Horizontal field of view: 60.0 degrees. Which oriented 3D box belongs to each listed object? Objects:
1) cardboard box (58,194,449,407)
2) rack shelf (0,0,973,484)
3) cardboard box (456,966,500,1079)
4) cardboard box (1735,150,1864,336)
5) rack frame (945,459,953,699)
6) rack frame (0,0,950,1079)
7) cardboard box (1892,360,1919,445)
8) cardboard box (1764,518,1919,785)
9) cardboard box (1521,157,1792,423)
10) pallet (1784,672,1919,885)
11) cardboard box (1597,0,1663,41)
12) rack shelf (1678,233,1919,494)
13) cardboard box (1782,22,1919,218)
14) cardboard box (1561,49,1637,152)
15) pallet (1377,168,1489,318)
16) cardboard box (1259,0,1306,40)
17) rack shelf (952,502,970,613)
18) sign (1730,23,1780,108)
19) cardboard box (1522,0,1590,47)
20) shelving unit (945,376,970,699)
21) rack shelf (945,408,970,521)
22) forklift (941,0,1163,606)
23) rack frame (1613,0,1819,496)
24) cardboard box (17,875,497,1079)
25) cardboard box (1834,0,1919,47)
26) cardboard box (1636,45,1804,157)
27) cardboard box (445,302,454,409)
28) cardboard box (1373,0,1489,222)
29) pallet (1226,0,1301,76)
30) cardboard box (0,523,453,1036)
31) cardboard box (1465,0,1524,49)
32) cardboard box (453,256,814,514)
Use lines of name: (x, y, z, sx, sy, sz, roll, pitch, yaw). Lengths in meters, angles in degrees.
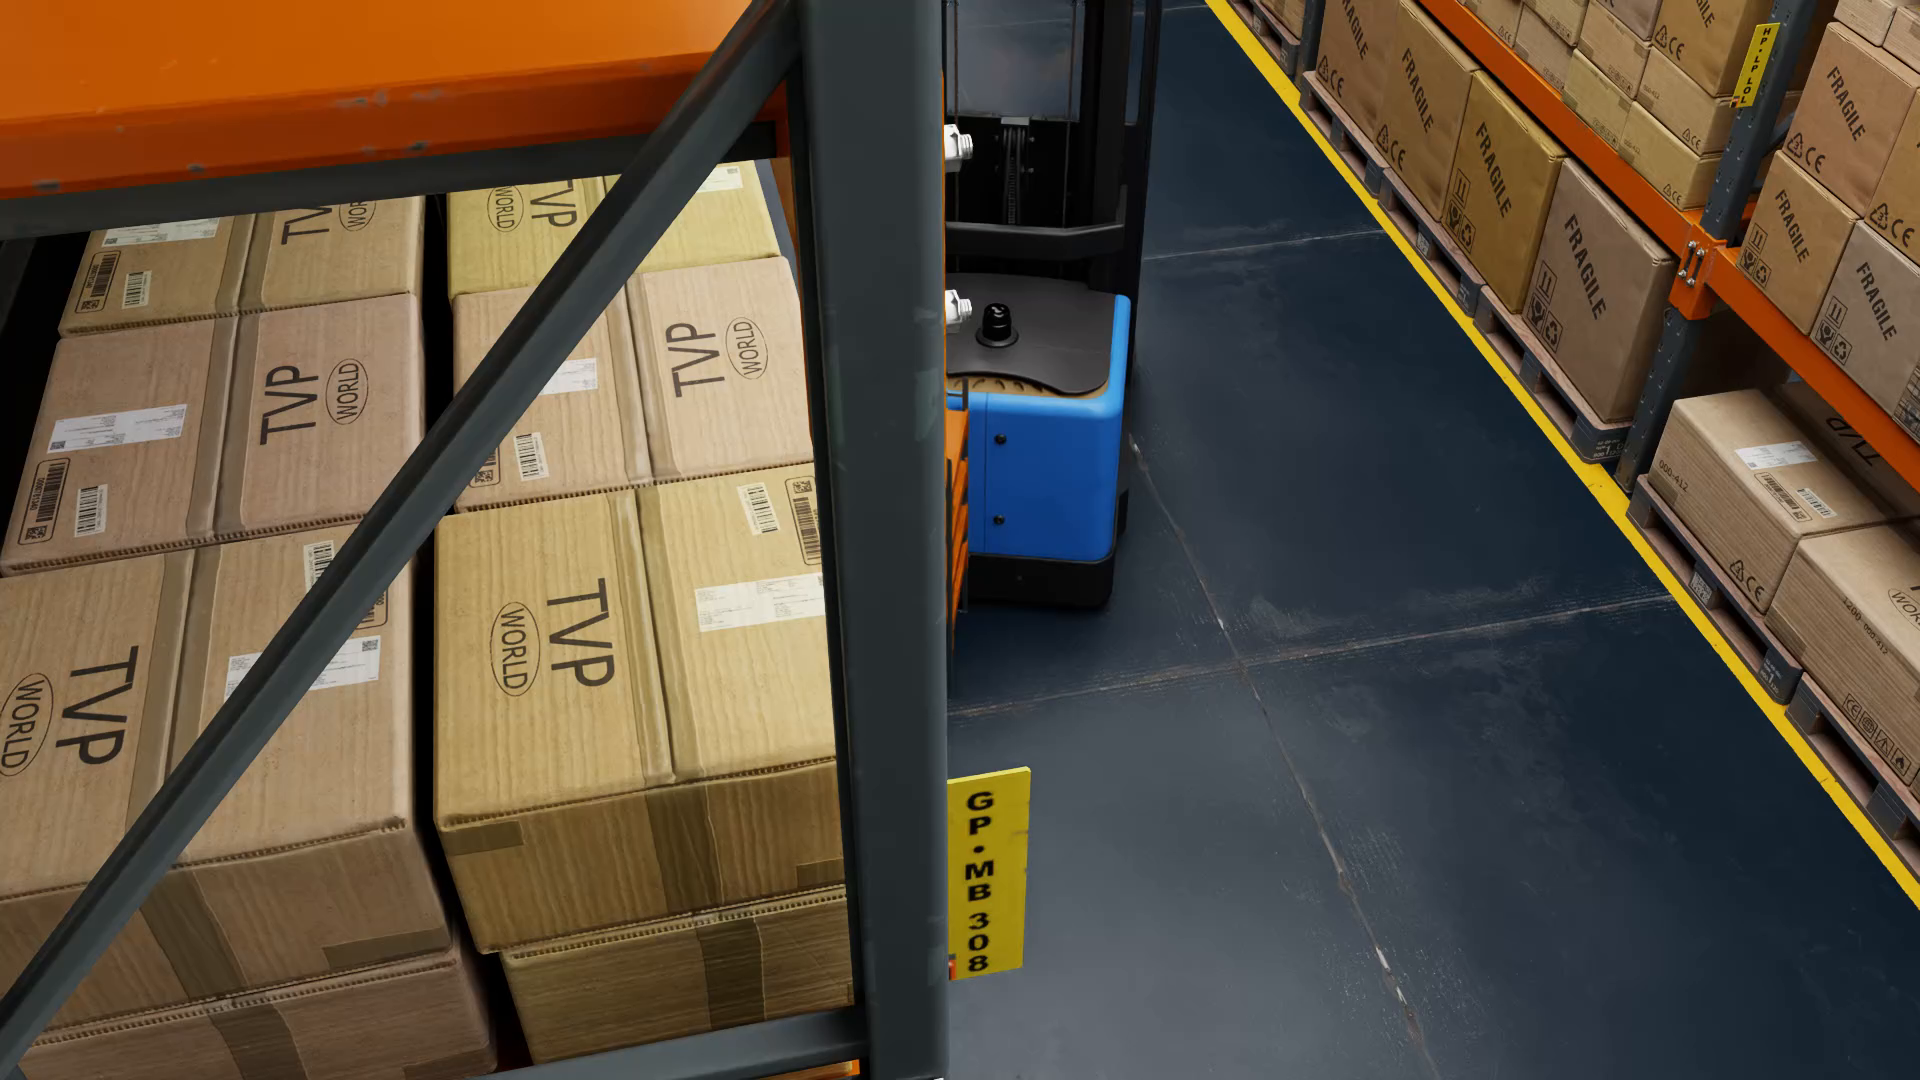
cardboard box: (-1.113, -0.410, 2.705, 0.500, 0.250, 0.500, -8, 42, -9)
rack shelf: (-0.943, -1.397, 2.590, 1.077, 0.370, 4.000, -8, 42, -9)
cardboard box: (-0.807, 0.670, 2.165, 0.380, 0.149, 0.250, -7, 42, -8)
cardboard box: (3.316, -1.130, 6.188, 0.500, 0.500, 0.500, -7, 42, -8)
rack frame: (-0.148, 0.164, 6.162, 0.240, 1.200, 0.015, 5, 42, 5)
rack frame: (-0.512, -0.371, 0.890, 1.000, 3.000, 0.127, -8, 42, -9)
cardboard box: (3.522, -0.480, 5.456, 0.500, 0.500, 0.500, -8, 42, -9)
cardboard box: (3.695, 0.370, 6.188, 0.875, 0.438, 0.875, -10, 42, -11)
cardboard box: (3.259, -1.187, 7.612, 0.875, 0.875, 0.875, -7, 42, -8)
pallet: (3.825, 0.905, 6.071, 1.003, 0.211, 1.213, -8, 42, -9)
cardboard box: (3.010, -2.433, 6.903, 0.500, 0.500, 0.500, -8, 42, -8)
rack shelf: (3.902, 0.131, 5.384, 1.077, 0.370, 4.000, -8, 42, -9)
cardboard box: (3.337, -1.502, 5.854, 0.500, 0.500, 0.500, -8, 42, -9)
cardboard box: (3.019, -1.963, 7.315, 0.500, 0.250, 0.500, -9, 42, -10)
pallet: (2.964, -1.673, 8.976, 1.003, 0.211, 1.213, -8, 42, -9)
cardboard box: (2.495, -3.569, 10.674, 0.950, 0.372, 0.625, -11, 43, -12)
rack shelf: (-0.118, 0.053, 6.387, 0.258, 0.148, 0.480, 5, 42, 5)
sign: (2.943, -1.753, 6.153, 0.100, 0.325, 0.005, -8, 42, -9)
cardboard box: (2.905, -2.474, 7.514, 0.500, 0.250, 0.500, -7, 42, -8)
shelving unit: (-0.118, 0.003, 6.343, 0.258, 1.200, 0.503, 5, 42, 5)
rack shelf: (-0.118, -0.291, 6.082, 0.258, 0.148, 0.480, 5, 42, 5)
forklift: (0.274, -1.800, 7.070, 1.130, 2.935, 3.031, 4, 42, 5)
rack frame: (3.471, -1.434, 6.606, 1.000, 3.000, 0.127, -8, 42, -9)
cardboard box: (-0.873, 0.446, 2.117, 0.500, 0.250, 0.500, -9, 42, -10)
cardboard box: (3.285, -1.846, 5.753, 0.380, 0.149, 0.250, -9, 42, -10)
cardboard box: (3.138, -1.816, 6.773, 0.500, 0.250, 0.500, -8, 42, -9)
cardboard box: (-1.099, -0.211, 2.857, 0.500, 0.250, 0.500, -9, 42, -10)
cardboard box: (2.864, -2.351, 8.923, 0.875, 0.875, 0.875, -8, 42, -9)
pallet: (2.440, -3.491, 11.024, 1.003, 0.211, 1.213, -8, 42, -9)
cardboard box: (-0.880, 0.260, 1.950, 0.500, 0.250, 0.500, -9, 42, -10)
cardboard box: (2.813, -2.627, 8.063, 0.500, 0.250, 0.500, -8, 42, -9)
cardboard box: (-0.454, -0.148, 2.409, 0.500, 0.250, 0.500, -9, 42, -10)
